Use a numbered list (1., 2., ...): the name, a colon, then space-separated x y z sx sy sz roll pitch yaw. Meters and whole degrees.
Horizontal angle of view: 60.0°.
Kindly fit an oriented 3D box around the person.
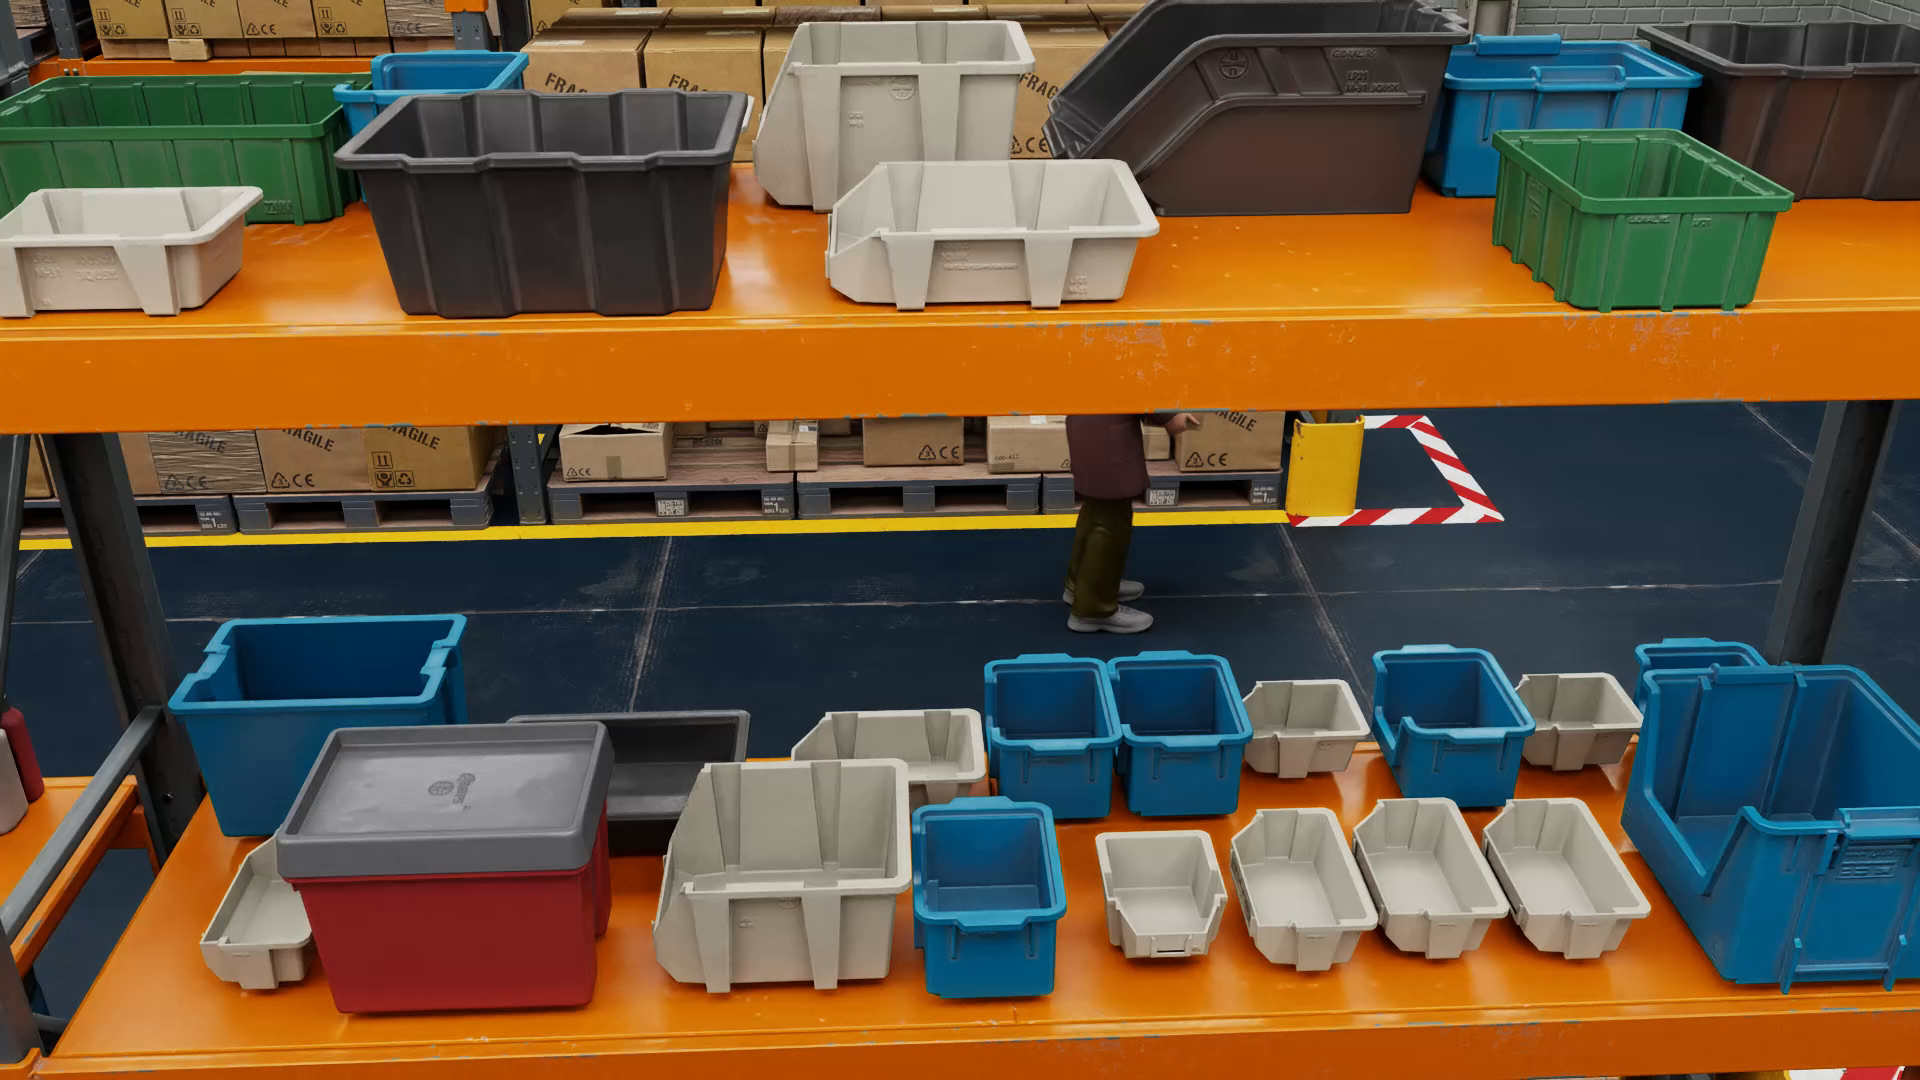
1. person: 0.710 -0.467 7.050 0.552 1.769 0.531 -1 27 -2
